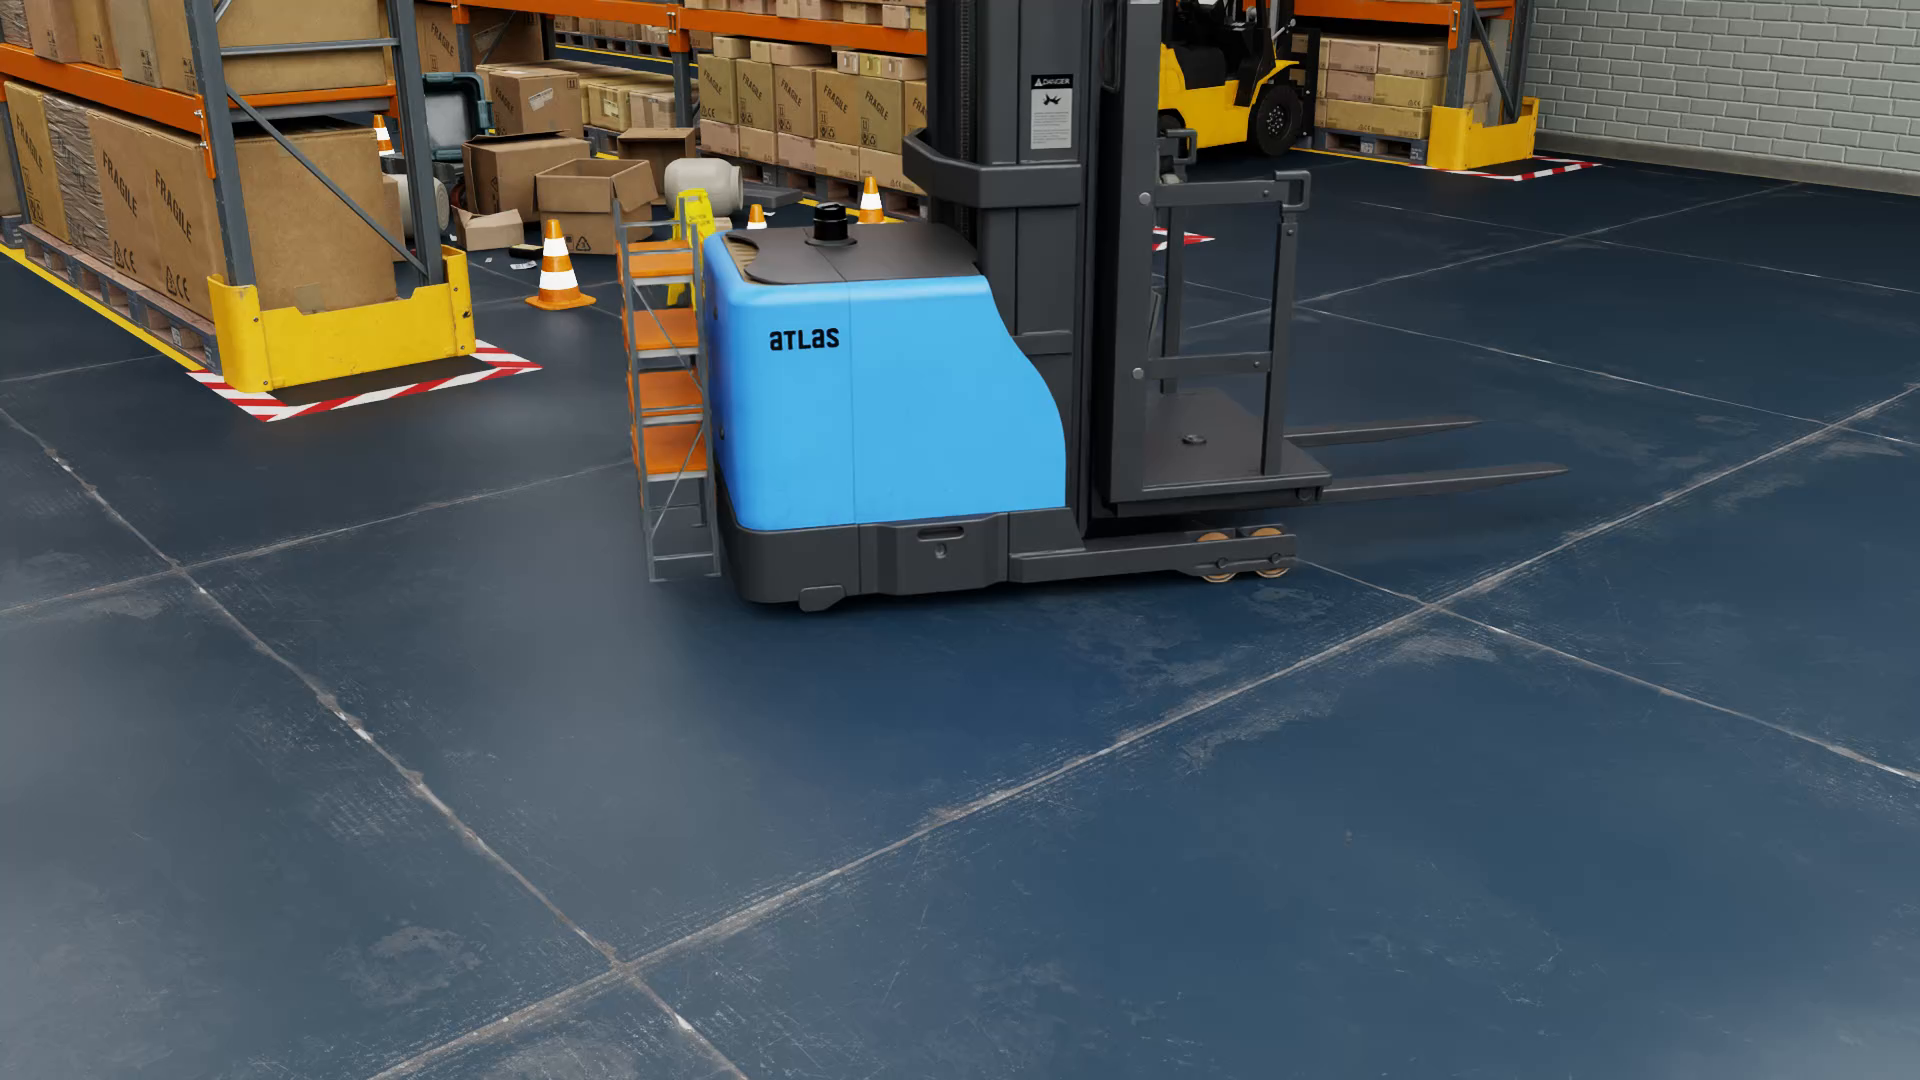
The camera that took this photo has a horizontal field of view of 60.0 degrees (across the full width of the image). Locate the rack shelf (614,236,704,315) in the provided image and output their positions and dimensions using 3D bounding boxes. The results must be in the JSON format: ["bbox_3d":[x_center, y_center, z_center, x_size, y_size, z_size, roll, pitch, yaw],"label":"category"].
[{"bbox_3d":[-0.998,-0.879,5.501,0.258,0.148,0.480,-5,22,-12],"label":"rack shelf"}]

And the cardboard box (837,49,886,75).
[{"bbox_3d":[-0.652,-3.422,11.885,0.380,0.149,0.250,-16,27,-35],"label":"cardboard box"}]

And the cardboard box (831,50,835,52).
[{"bbox_3d":[-1.330,-3.738,13.580,0.500,0.500,0.500,-18,28,-38],"label":"cardboard box"}]

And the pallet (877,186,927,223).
[{"bbox_3d":[0.138,-2.423,11.881,1.003,0.211,1.213,-17,27,-37],"label":"pallet"}]

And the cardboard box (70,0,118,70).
[{"bbox_3d":[-4.293,-2.891,9.046,0.875,0.550,0.500,-17,27,-37],"label":"cardboard box"}]

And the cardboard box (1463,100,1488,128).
[{"bbox_3d":[4.277,-3.748,14.634,0.500,0.250,0.500,-17,27,-37],"label":"cardboard box"}]

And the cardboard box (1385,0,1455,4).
[{"bbox_3d":[3.929,-4.770,13.913,0.500,0.500,0.500,-18,28,-39],"label":"cardboard box"}]

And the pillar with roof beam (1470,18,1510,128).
[{"bbox_3d":[1.416,-6.826,11.072,9.100,9.000,0.400,-17,27,-37],"label":"pillar with roof beam"}]

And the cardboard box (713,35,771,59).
[{"bbox_3d":[-1.703,-3.863,13.011,0.380,0.149,0.250,-17,27,-37],"label":"cardboard box"}]

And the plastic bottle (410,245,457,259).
[{"bbox_3d":[-3.350,-1.839,10.597,0.133,0.061,0.283,12,24,27],"label":"plastic bottle"}]

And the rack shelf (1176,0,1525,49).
[{"bbox_3d":[3.144,-4.868,15.286,1.077,0.370,4.000,-17,27,-37],"label":"rack shelf"}]

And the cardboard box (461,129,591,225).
[{"bbox_3d":[-2.990,-2.507,11.510,0.797,0.637,0.503,-17,27,-37],"label":"cardboard box"}]

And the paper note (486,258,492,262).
[{"bbox_3d":[-2.967,-1.764,10.473,0.032,0.001,0.123,-4,22,-10],"label":"paper note"}]

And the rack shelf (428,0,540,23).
[{"bbox_3d":[-5.836,-5.895,17.909,1.077,0.370,4.000,-17,27,-37],"label":"rack shelf"}]

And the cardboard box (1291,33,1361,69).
[{"bbox_3d":[3.238,-4.361,14.828,0.500,0.250,0.500,-17,27,-37],"label":"cardboard box"}]

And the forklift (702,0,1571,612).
[{"bbox_3d":[0.665,-1.402,5.545,3.031,2.935,1.130,-5,22,-12],"label":"forklift"}]

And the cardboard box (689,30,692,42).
[{"bbox_3d":[-3.636,-7.148,23.232,0.500,0.311,0.500,-16,27,-36],"label":"cardboard box"}]

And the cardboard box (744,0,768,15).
[{"bbox_3d":[-1.421,-4.092,12.663,0.380,0.149,0.250,-16,27,-36],"label":"cardboard box"}]

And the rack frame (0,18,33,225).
[{"bbox_3d":[-5.604,-3.366,10.466,1.000,3.000,0.127,-17,27,-37],"label":"rack frame"}]

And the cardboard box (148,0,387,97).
[{"bbox_3d":[-3.269,-2.423,7.851,0.875,0.550,0.550,-17,27,-37],"label":"cardboard box"}]

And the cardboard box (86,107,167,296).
[{"bbox_3d":[-4.061,-1.882,9.013,0.875,0.875,0.875,-18,28,-38],"label":"cardboard box"}]

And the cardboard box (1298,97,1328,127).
[{"bbox_3d":[3.266,-3.900,15.023,0.500,0.250,0.500,-17,27,-37],"label":"cardboard box"}]

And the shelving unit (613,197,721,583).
[{"bbox_3d":[-0.995,-0.513,5.646,0.258,1.200,0.503,-5,22,-12],"label":"shelving unit"}]

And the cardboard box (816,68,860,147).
[{"bbox_3d":[-0.697,-3.176,12.145,0.500,0.500,0.500,-18,28,-39],"label":"cardboard box"}]

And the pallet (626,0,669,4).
[{"bbox_3d":[-2.308,-4.729,14.208,1.003,0.211,1.213,-17,27,-37],"label":"pallet"}]

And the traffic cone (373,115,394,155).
[{"bbox_3d":[-4.737,-3.243,13.629,0.336,0.463,0.334,-17,27,-37],"label":"traffic cone"}]

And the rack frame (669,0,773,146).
[{"bbox_3d":[-1.920,-4.573,13.546,1.000,3.000,0.127,-17,27,-37],"label":"rack frame"}]

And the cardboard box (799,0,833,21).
[{"bbox_3d":[-0.943,-3.874,12.106,0.380,0.149,0.250,-18,27,-38],"label":"cardboard box"}]

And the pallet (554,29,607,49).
[{"bbox_3d":[-5.424,-7.531,24.923,1.003,0.211,1.213,-17,27,-37],"label":"pallet"}]

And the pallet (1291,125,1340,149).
[{"bbox_3d":[3.126,-3.890,15.626,1.003,0.211,1.213,-17,27,-37],"label":"pallet"}]

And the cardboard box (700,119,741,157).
[{"bbox_3d":[-1.739,-3.261,13.390,0.500,0.250,0.500,-19,28,-40],"label":"cardboard box"}]

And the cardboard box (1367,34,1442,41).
[{"bbox_3d":[3.950,-4.346,14.791,0.500,0.250,0.500,-17,27,-37],"label":"cardboard box"}]

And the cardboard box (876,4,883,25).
[{"bbox_3d":[-0.367,-3.691,11.638,0.380,0.149,0.250,-17,27,-37],"label":"cardboard box"}]

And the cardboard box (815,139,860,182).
[{"bbox_3d":[-0.718,-2.830,12.292,0.500,0.250,0.500,-19,28,-39],"label":"cardboard box"}]

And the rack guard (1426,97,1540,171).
[{"bbox_3d":[4.465,-3.480,14.183,1.175,0.500,0.348,-17,27,-37],"label":"rack guard"}]

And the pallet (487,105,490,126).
[{"bbox_3d":[-4.022,-4.163,16.324,1.003,0.211,1.213,-17,27,-37],"label":"pallet"}]

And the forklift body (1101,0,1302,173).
[{"bbox_3d":[1.829,-4.345,14.127,2.313,2.155,1.214,-17,27,-37],"label":"forklift body"}]

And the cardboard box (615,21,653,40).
[{"bbox_3d":[-4.461,-7.379,23.561,0.700,0.500,0.500,-19,28,-39],"label":"cardboard box"}]

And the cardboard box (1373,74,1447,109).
[{"bbox_3d":[3.895,-3.858,14.231,0.500,0.250,0.500,-18,28,-38],"label":"cardboard box"}]

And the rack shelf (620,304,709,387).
[{"bbox_3d":[-0.996,-0.659,5.588,0.258,0.148,0.480,-5,22,-12],"label":"rack shelf"}]

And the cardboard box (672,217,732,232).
[{"bbox_3d":[-1.694,-2.021,10.940,0.380,0.149,0.250,-4,22,-10],"label":"cardboard box"}]

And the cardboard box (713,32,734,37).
[{"bbox_3d":[-2.883,-6.665,21.740,0.500,0.500,0.500,-18,28,-38],"label":"cardboard box"}]

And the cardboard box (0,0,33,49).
[{"bbox_3d":[-5.354,-3.337,10.186,0.875,0.550,0.550,-17,27,-37],"label":"cardboard box"}]

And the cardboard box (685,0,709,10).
[{"bbox_3d":[-1.957,-4.292,13.174,0.380,0.149,0.250,-18,27,-38],"label":"cardboard box"}]

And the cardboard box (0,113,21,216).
[{"bbox_3d":[-6.077,-2.664,11.183,1.050,0.750,0.750,-18,27,-38],"label":"cardboard box"}]

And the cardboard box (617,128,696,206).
[{"bbox_3d":[-2.251,-2.790,12.418,0.500,0.500,0.500,0,21,-1],"label":"cardboard box"}]

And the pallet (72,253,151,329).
[{"bbox_3d":[-4.366,-1.502,9.529,1.003,0.211,1.213,-17,27,-37],"label":"pallet"}]

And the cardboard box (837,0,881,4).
[{"bbox_3d":[-0.519,-4.015,11.578,0.500,0.500,0.500,-18,27,-38],"label":"cardboard box"}]

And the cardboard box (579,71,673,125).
[{"bbox_3d":[-3.191,-4.078,15.311,0.950,0.372,0.625,-16,27,-36],"label":"cardboard box"}]

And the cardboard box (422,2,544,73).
[{"bbox_3d":[-4.919,-5.095,17.216,0.875,0.875,0.875,-18,28,-38],"label":"cardboard box"}]

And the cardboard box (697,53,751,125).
[{"bbox_3d":[-1.739,-3.610,13.254,0.500,0.500,0.500,-16,26,-35],"label":"cardboard box"}]
